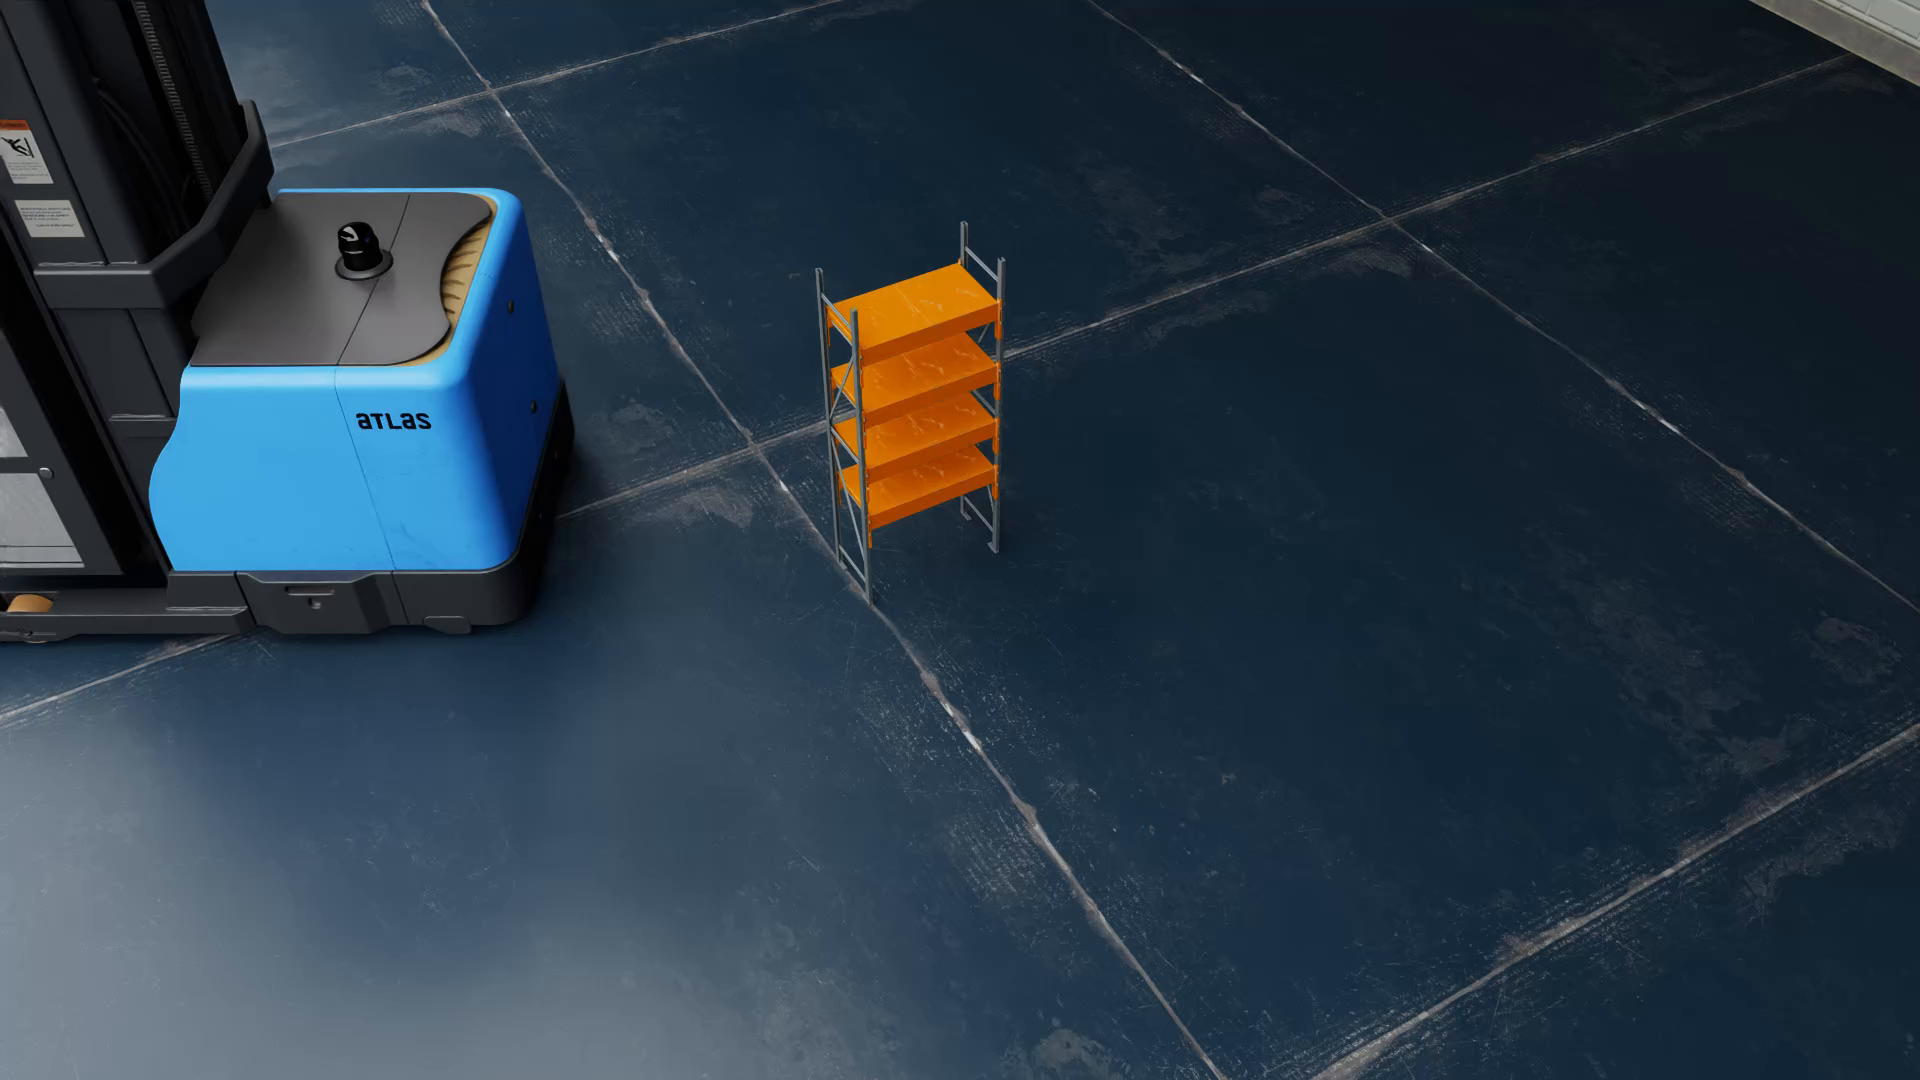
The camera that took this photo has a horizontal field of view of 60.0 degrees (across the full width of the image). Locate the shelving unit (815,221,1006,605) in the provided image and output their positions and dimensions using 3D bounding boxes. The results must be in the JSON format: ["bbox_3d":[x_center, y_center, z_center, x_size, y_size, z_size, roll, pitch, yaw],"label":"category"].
[{"bbox_3d":[-0.144,-0.373,5.273,0.503,1.200,0.258,-22,48,-21],"label":"shelving unit"}]

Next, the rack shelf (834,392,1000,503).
[{"bbox_3d":[-0.144,-0.325,5.320,0.480,0.148,0.258,-22,48,-21],"label":"rack shelf"}]

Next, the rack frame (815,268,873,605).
[{"bbox_3d":[-0.355,-0.288,5.186,0.015,1.200,0.240,-22,48,-21],"label":"rack frame"}]

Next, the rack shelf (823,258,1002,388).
[{"bbox_3d":[-0.144,-0.655,4.999,0.480,0.148,0.258,-22,48,-21],"label":"rack shelf"}]

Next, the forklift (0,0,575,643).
[{"bbox_3d":[-2.913,-1.087,4.765,3.031,2.935,1.130,0,44,0],"label":"forklift"}]

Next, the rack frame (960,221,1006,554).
[{"bbox_3d":[0.068,-0.458,5.360,0.015,1.200,0.240,-22,48,-21],"label":"rack frame"}]

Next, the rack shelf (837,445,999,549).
[{"bbox_3d":[-0.144,-0.182,5.458,0.480,0.148,0.258,-22,48,-21],"label":"rack shelf"}]

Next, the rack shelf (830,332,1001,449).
[{"bbox_3d":[-0.144,-0.485,5.164,0.480,0.148,0.258,-22,48,-21],"label":"rack shelf"}]
